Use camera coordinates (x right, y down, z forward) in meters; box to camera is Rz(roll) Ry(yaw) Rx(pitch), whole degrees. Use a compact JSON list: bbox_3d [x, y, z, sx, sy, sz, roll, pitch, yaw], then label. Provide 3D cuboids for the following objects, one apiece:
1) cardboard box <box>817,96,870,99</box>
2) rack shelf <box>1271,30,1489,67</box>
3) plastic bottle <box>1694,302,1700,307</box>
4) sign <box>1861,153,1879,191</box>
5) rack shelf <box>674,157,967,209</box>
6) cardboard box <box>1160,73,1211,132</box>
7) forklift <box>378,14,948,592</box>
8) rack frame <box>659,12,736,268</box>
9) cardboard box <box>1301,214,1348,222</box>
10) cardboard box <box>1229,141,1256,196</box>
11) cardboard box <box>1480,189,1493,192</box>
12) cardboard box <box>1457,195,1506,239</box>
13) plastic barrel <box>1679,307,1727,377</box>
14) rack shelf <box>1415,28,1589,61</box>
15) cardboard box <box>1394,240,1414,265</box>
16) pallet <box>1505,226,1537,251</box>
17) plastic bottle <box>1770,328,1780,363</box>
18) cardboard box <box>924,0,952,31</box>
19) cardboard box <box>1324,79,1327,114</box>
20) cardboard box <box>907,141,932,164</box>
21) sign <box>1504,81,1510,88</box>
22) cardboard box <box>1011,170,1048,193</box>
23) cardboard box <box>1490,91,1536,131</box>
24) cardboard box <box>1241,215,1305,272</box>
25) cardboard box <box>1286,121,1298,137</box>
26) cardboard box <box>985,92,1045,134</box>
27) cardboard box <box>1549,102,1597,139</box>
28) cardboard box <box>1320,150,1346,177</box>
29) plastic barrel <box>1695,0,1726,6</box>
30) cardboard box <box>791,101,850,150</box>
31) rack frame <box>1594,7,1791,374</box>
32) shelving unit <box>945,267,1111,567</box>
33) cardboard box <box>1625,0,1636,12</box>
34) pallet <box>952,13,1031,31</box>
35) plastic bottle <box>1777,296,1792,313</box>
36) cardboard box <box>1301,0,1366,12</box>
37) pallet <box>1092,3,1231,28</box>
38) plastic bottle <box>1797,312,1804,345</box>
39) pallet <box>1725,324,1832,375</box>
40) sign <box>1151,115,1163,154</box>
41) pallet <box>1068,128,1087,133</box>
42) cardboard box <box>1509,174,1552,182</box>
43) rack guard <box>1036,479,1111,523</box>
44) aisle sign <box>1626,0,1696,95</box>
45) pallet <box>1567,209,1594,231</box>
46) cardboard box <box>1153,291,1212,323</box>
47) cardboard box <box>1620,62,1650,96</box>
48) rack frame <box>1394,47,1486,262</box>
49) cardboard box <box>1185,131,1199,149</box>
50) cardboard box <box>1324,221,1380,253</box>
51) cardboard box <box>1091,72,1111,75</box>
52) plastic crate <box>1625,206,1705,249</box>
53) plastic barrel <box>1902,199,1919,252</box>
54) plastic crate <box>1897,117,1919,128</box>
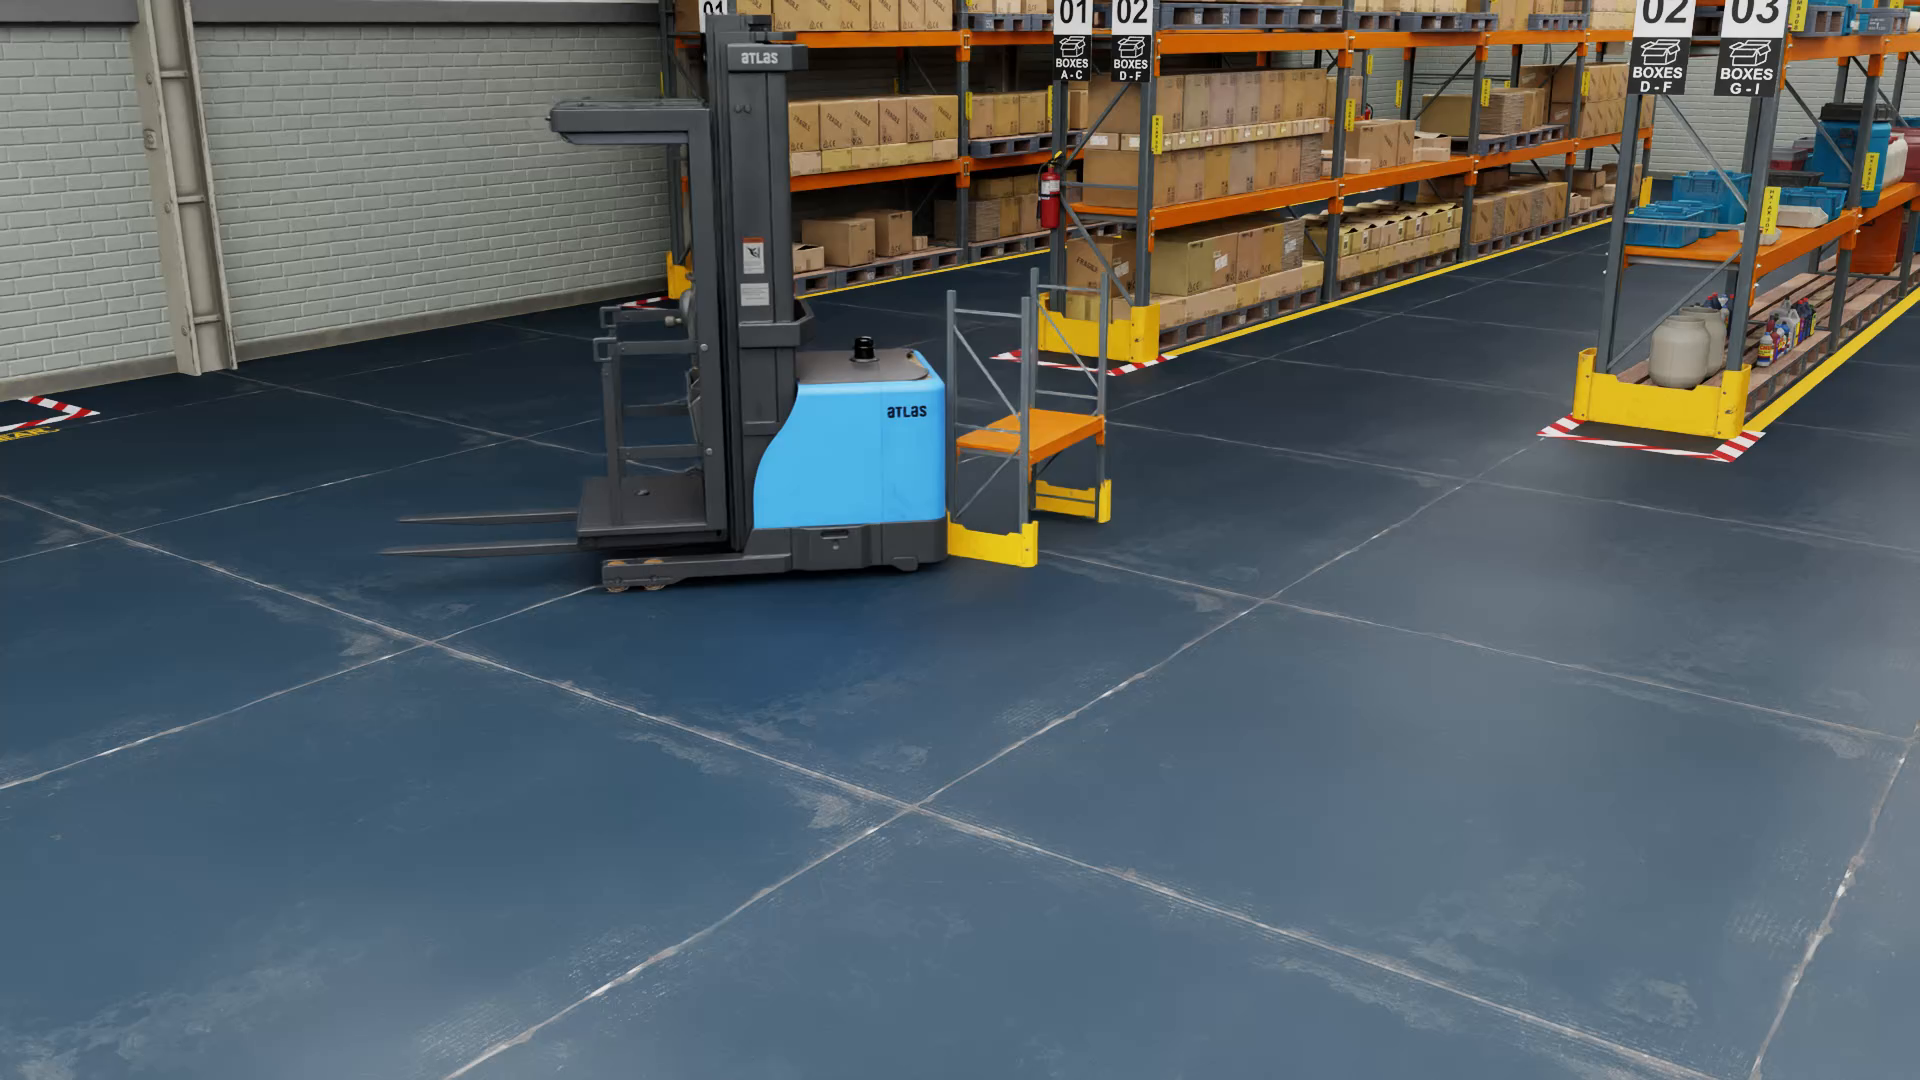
[{"bbox_3d":[-1.396,-4.959,19.611,0.500,0.500,0.500,13,22,36],"label":"cardboard box"},{"bbox_3d":[4.837,-5.670,19.098,1.077,0.370,4.000,12,21,35],"label":"rack shelf"},{"bbox_3d":[6.441,-1.908,14.555,0.144,0.351,0.185,12,21,34],"label":"plastic bottle"},{"bbox_3d":[8.056,-3.260,14.718,0.100,0.325,0.005,12,21,35],"label":"sign"},{"bbox_3d":[-1.527,-4.159,19.291,1.077,0.370,4.000,12,21,35],"label":"rack shelf"},{"bbox_3d":[1.891,-4.067,15.425,0.700,0.500,0.500,12,21,33],"label":"cardboard box"},{"bbox_3d":[-1.632,-1.290,8.956,3.031,2.935,1.130,-3,17,-9],"label":"forklift"},{"bbox_3d":[-2.719,-4.026,17.650,1.000,3.000,0.127,12,21,35],"label":"rack frame"},{"bbox_3d":[4.260,-3.650,19.422,0.500,0.311,0.500,12,21,35],"label":"cardboard box"},{"bbox_3d":[2.470,-3.677,16.359,0.700,0.500,0.500,13,22,36],"label":"cardboard box"},{"bbox_3d":[7.013,-4.587,22.929,0.500,0.500,0.500,11,21,33],"label":"cardboard box"},{"bbox_3d":[6.836,-4.257,21.867,0.500,0.500,0.500,12,21,33],"label":"cardboard box"},{"bbox_3d":[5.867,-1.577,13.252,0.421,0.512,0.421,0,17,0],"label":"plastic barrel"},{"bbox_3d":[7.220,-6.622,22.166,1.077,0.370,4.000,12,21,35],"label":"rack shelf"},{"bbox_3d":[5.000,-3.410,19.596,0.500,0.250,0.500,13,21,36],"label":"cardboard box"},{"bbox_3d":[7.231,-4.186,22.867,1.003,0.211,1.213,12,21,35],"label":"pallet"},{"bbox_3d":[6.718,-1.616,13.727,0.061,0.283,0.133,13,21,36],"label":"plastic bottle"},{"bbox_3d":[-0.440,-6.304,19.726,0.500,0.500,0.500,13,22,36],"label":"cardboard box"},{"bbox_3d":[5.632,-7.502,28.337,0.980,0.700,0.700,11,20,32],"label":"cardboard box"},{"bbox_3d":[-0.678,-4.633,19.824,0.500,0.250,0.500,13,21,35],"label":"cardboard box"},{"bbox_3d":[7.971,-6.517,24.213,0.100,0.325,0.005,12,21,35],"label":"sign"},{"bbox_3d":[0.968,-4.877,22.600,0.500,0.250,0.500,12,21,34],"label":"cardboard box"},{"bbox_3d":[7.408,-5.826,22.571,0.700,0.500,0.500,7,19,21],"label":"cardboard box"},{"bbox_3d":[3.237,-3.084,17.280,0.500,0.500,0.500,12,21,35],"label":"cardboard box"},{"bbox_3d":[3.196,-4.175,16.868,0.380,0.149,0.250,12,21,35],"label":"cardboard box"},{"bbox_3d":[0.701,-5.646,21.956,0.700,0.500,0.500,16,24,42],"label":"cardboard box"},{"bbox_3d":[8.934,-6.131,24.259,0.500,0.500,0.500,13,22,36],"label":"cardboard box"},{"bbox_3d":[3.903,-4.158,18.327,0.500,0.250,0.500,14,22,38],"label":"cardboard box"},{"bbox_3d":[5.425,-4.252,11.887,0.600,0.830,0.708,12,21,35],"label":"plastic barrel"},{"bbox_3d":[-1.578,-4.621,18.520,0.500,0.500,0.500,12,21,33],"label":"cardboard box"},{"bbox_3d":[5.237,-2.275,12.013,1.000,3.000,0.127,12,21,35],"label":"rack frame"},{"bbox_3d":[0.404,-0.743,9.609,0.587,1.500,1.083,9,20,28],"label":"shelving unit"},{"bbox_3d":[9.802,-8.037,24.918,0.500,0.250,0.500,12,21,35],"label":"cardboard box"},{"bbox_3d":[0.118,-6.450,20.714,1.213,0.211,1.003,12,21,35],"label":"pallet"},{"bbox_3d":[7.353,-1.994,14.833,0.144,0.351,0.185,12,21,35],"label":"plastic bottle"},{"bbox_3d":[4.020,-5.811,17.885,0.500,0.250,0.500,15,23,40],"label":"cardboard box"},{"bbox_3d":[1.704,-4.706,14.930,1.003,0.211,1.213,12,21,35],"label":"pallet"},{"bbox_3d":[7.291,-1.845,14.465,0.061,0.283,0.133,14,22,38],"label":"plastic bottle"},{"bbox_3d":[7.187,-1.744,15.003,1.003,0.211,1.213,12,21,35],"label":"pallet"},{"bbox_3d":[1.704,-3.503,14.374,0.100,0.325,0.005,12,21,35],"label":"sign"},{"bbox_3d":[1.709,-5.651,23.207,1.213,0.211,1.003,12,21,35],"label":"pallet"},{"bbox_3d":[8.523,-5.212,24.942,0.500,0.500,0.500,12,21,35],"label":"cardboard box"},{"bbox_3d":[0.645,-0.276,10.210,0.587,0.250,0.087,9,20,28],"label":"rack guard"},{"bbox_3d":[4.956,-3.552,11.741,0.394,0.787,0.004,12,21,35],"label":"aisle sign"},{"bbox_3d":[8.822,-4.841,24.978,1.003,0.211,1.213,12,21,35],"label":"pallet"},{"bbox_3d":[2.055,-2.247,15.850,0.500,0.250,0.500,12,21,35],"label":"cardboard box"},{"bbox_3d":[10.751,-7.333,26.445,0.500,0.500,0.500,12,21,34],"label":"cardboard box"},{"bbox_3d":[6.028,-5.057,20.970,1.000,3.000,0.127,12,21,35],"label":"rack frame"},{"bbox_3d":[1.973,-3.687,15.296,0.380,0.149,0.250,13,21,35],"label":"cardboard box"},{"bbox_3d":[4.394,-3.432,18.721,0.500,0.311,0.500,12,21,34],"label":"cardboard box"},{"bbox_3d":[2.110,-6.643,24.108,0.500,0.250,0.500,13,22,36],"label":"cardboard box"},{"bbox_3d":[5.295,-2.376,12.589,0.499,0.251,0.616,12,21,35],"label":"plastic crate"},{"bbox_3d":[11.628,-4.037,20.515,0.600,0.901,0.708,12,21,35],"label":"plastic barrel"},{"bbox_3d":[12.392,-5.326,21.762,0.392,0.384,0.575,12,21,35],"label":"plastic crate"}]
